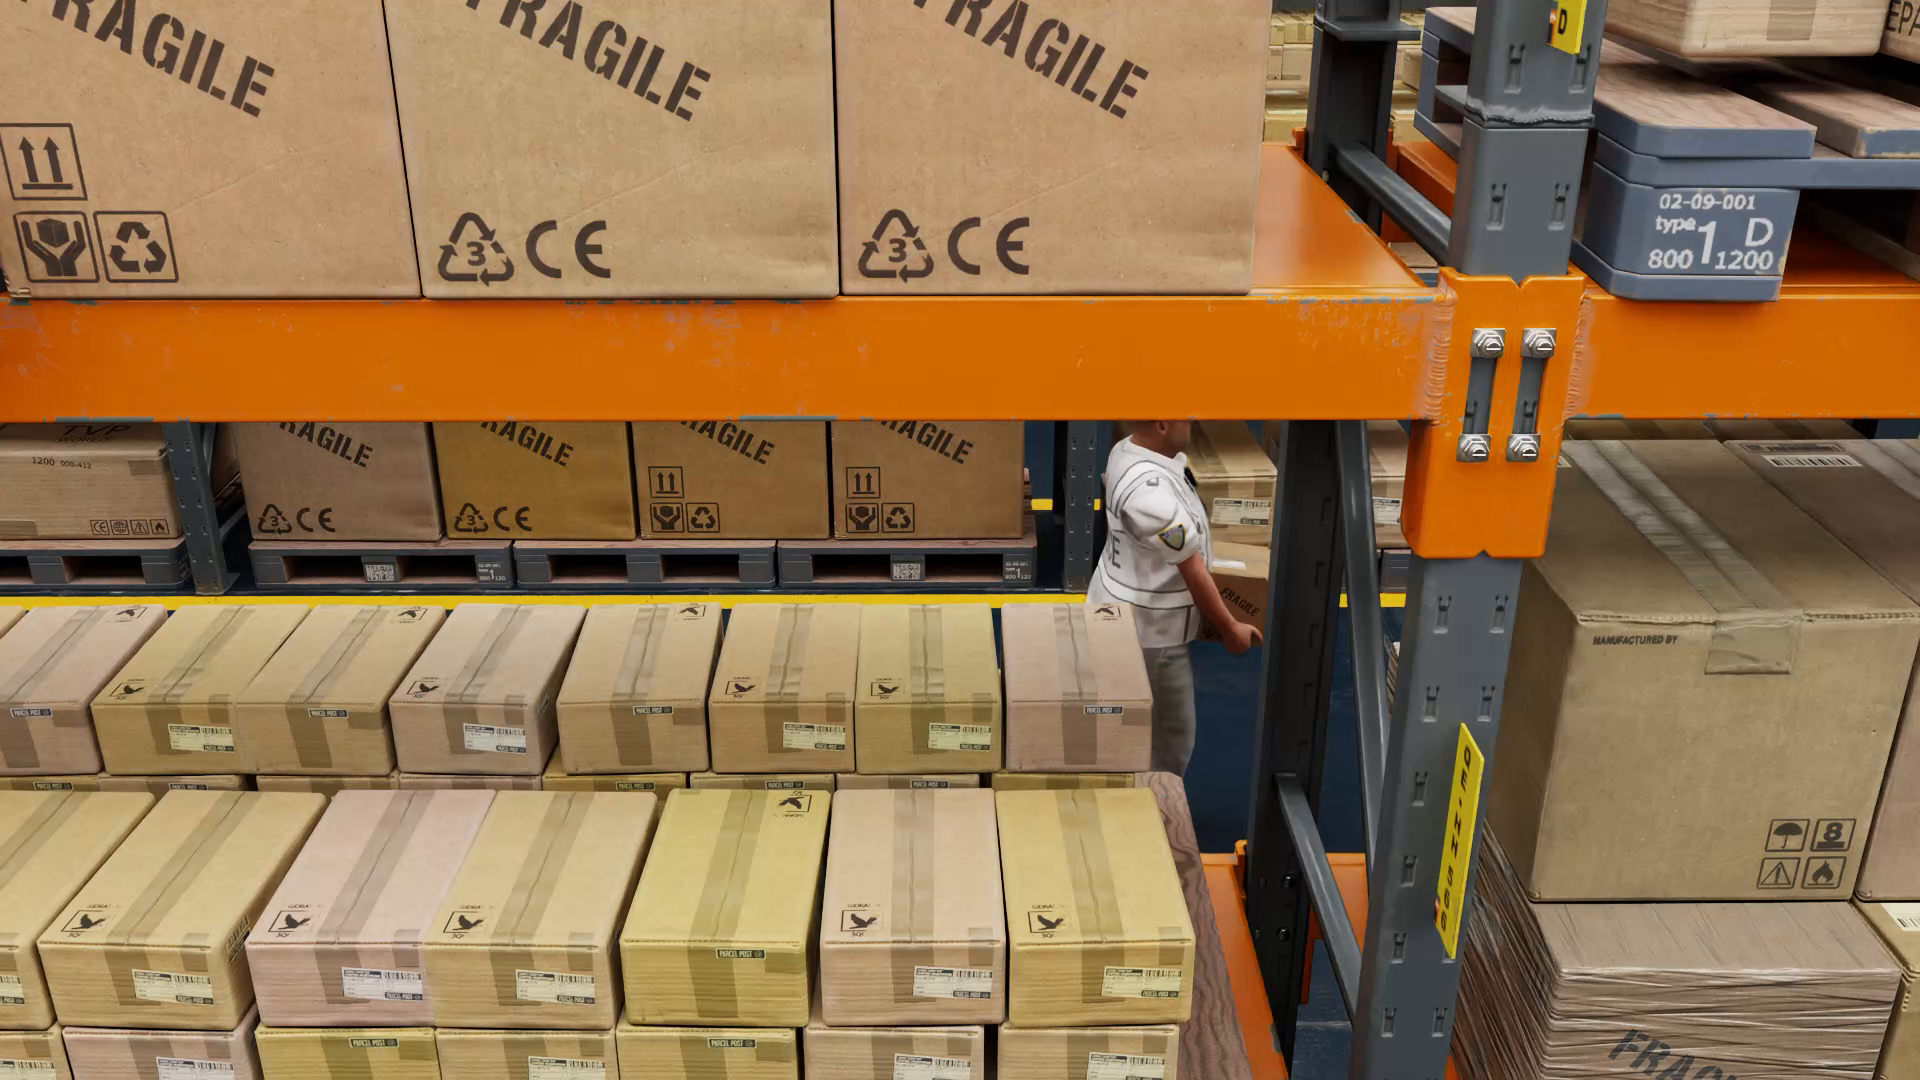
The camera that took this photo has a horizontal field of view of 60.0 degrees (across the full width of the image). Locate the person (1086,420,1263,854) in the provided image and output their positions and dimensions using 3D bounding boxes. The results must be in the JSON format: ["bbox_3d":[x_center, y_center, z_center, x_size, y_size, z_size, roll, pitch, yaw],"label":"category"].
[{"bbox_3d":[0.699,0.269,5.473,0.564,1.772,0.490,0,24,-1],"label":"person"}]
